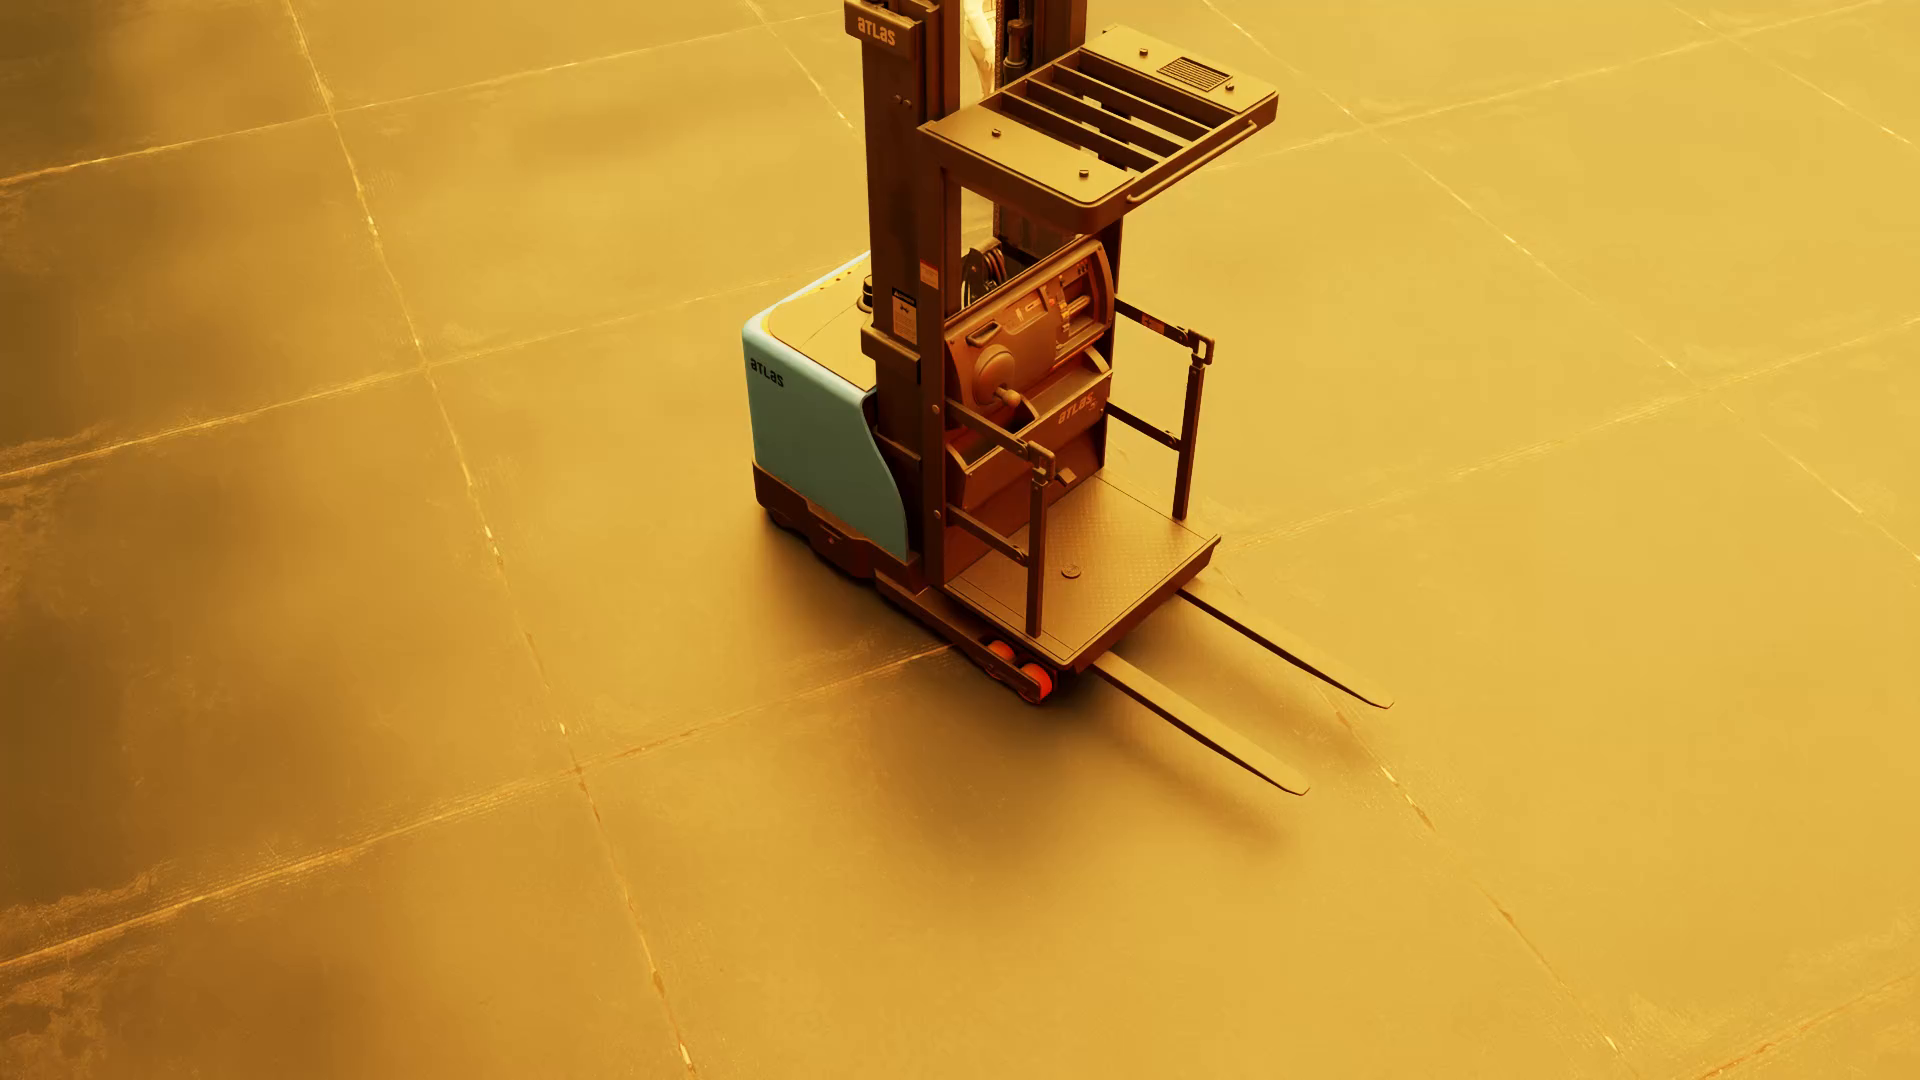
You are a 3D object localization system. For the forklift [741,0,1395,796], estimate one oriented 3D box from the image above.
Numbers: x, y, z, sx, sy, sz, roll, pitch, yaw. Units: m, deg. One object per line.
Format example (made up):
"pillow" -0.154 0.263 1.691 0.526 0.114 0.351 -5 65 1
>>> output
"forklift" 0.445 -0.788 6.525 3.031 2.935 1.130 32 52 30

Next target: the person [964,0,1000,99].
"person" 0.251 -2.965 9.753 0.530 1.694 0.586 8 44 9
